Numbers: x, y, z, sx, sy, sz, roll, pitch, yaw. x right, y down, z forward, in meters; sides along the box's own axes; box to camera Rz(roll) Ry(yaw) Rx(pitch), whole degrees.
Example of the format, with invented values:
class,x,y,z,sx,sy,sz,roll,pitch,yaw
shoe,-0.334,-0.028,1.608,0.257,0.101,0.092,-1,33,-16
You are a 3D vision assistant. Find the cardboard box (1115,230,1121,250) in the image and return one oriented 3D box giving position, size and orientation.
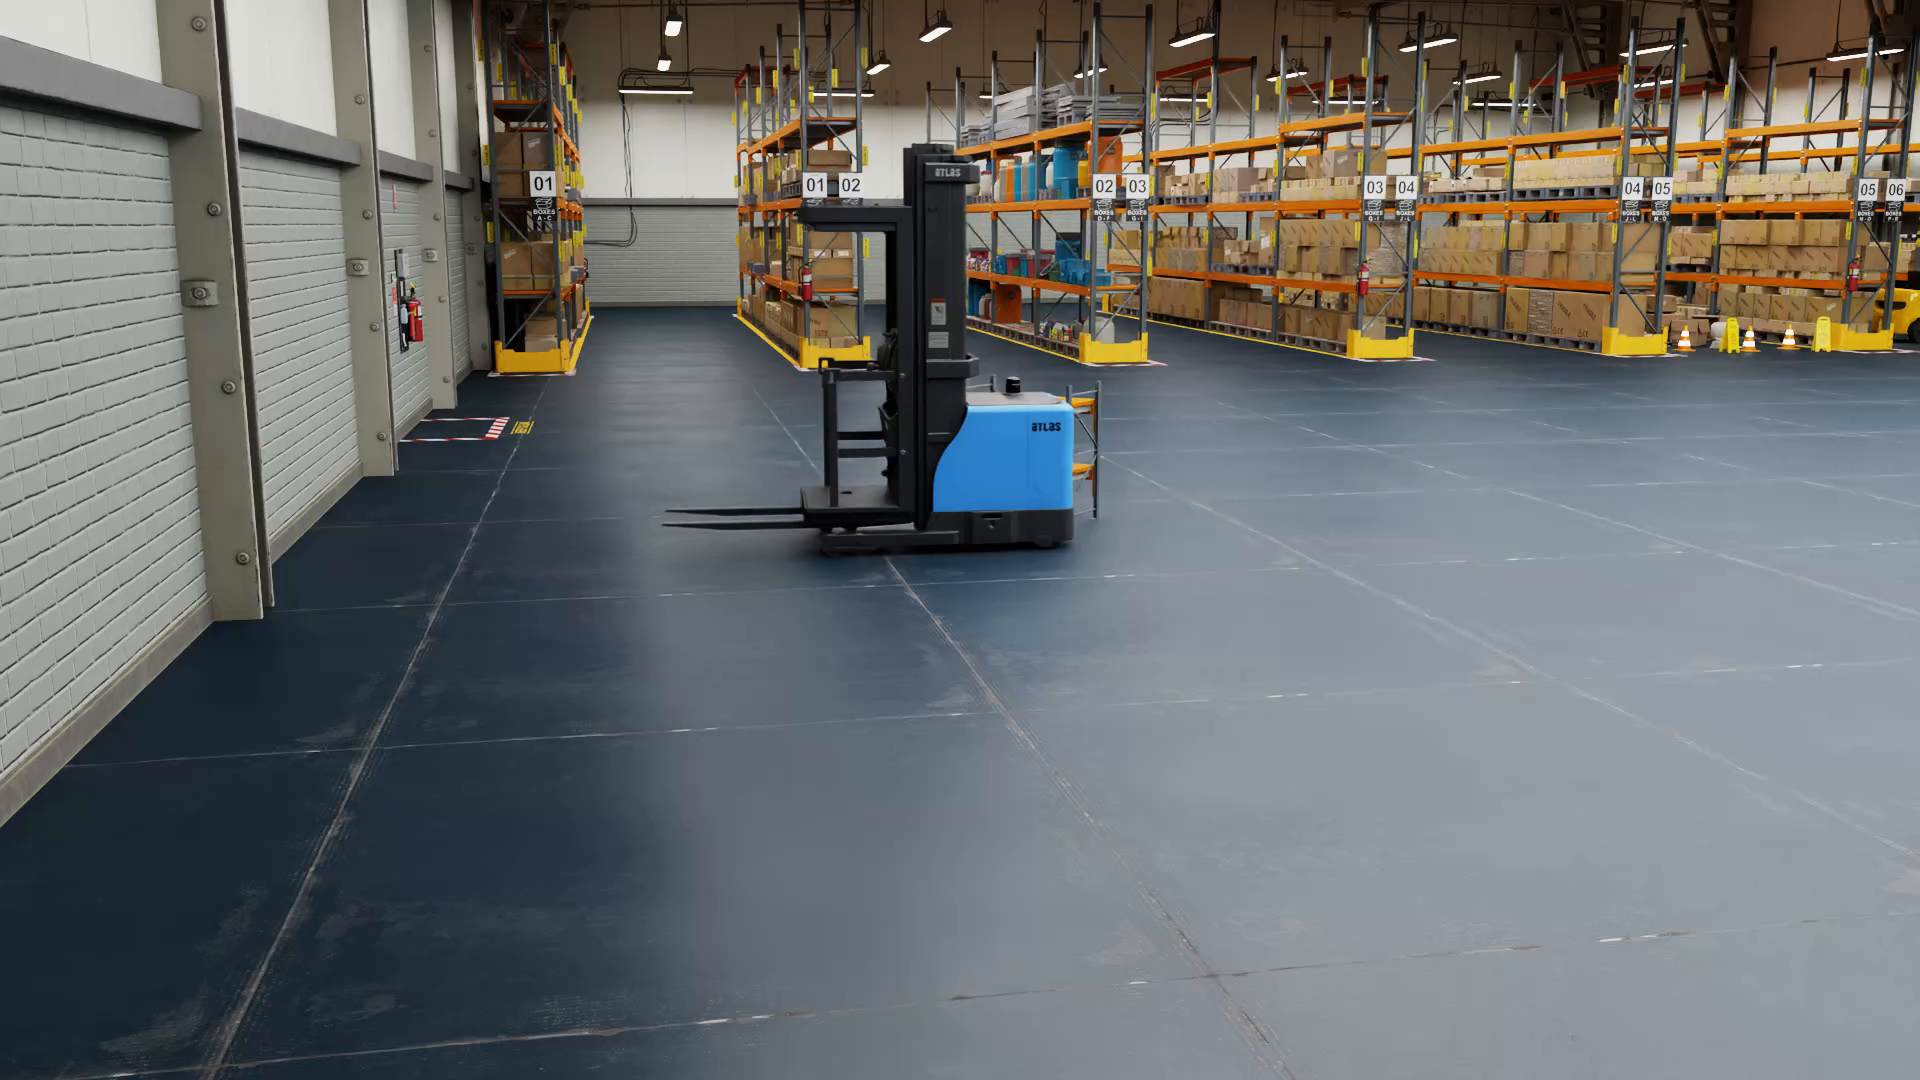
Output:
class,x,y,z,sx,sy,sz,roll,pitch,yaw
cardboard box,4.414,-7.953,44.056,0.500,0.500,0.500,-2,11,-12

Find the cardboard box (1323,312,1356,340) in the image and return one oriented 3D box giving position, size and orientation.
class,x,y,z,sx,sy,sz,roll,pitch,yaw
cardboard box,7.242,-4.084,31.694,0.500,0.500,0.500,-1,11,-6

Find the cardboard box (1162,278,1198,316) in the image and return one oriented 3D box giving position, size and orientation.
class,x,y,z,sx,sy,sz,roll,pitch,yaw
cardboard box,5.585,-5.850,39.967,1.225,0.875,0.875,-3,11,-13

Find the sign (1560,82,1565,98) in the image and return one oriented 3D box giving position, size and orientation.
class,x,y,z,sx,sy,sz,roll,pitch,yaw
sign,12.257,-9.162,33.842,0.100,0.325,0.005,-2,11,-11

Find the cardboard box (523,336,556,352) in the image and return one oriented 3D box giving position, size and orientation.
class,x,y,z,sx,sy,sz,roll,pitch,yaw
cardboard box,-7.022,-3.252,27.773,0.500,0.311,0.500,-3,11,-17

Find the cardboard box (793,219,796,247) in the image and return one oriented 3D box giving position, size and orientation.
class,x,y,z,sx,sy,sz,roll,pitch,yaw
cardboard box,-2.703,-5.653,30.640,0.700,0.500,0.500,-2,11,-11

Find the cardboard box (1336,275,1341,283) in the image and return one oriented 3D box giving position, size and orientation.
class,x,y,z,sx,sy,sz,roll,pitch,yaw
cardboard box,7.162,-4.824,30.693,0.380,0.149,0.250,-2,11,-11

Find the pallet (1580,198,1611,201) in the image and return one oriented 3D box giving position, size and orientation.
class,x,y,z,sx,sy,sz,roll,pitch,yaw
pallet,15.588,-8.091,39.668,1.213,0.211,1.003,-2,11,-8

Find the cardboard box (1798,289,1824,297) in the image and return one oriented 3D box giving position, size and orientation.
class,x,y,z,sx,sy,sz,roll,pitch,yaw
cardboard box,16.772,-4.872,32.762,0.380,0.149,0.250,-2,11,-9

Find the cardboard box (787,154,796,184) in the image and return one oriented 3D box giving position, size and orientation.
class,x,y,z,sx,sy,sz,roll,pitch,yaw
cardboard box,-2.699,-6.634,29.730,0.797,0.503,0.637,-1,11,-5

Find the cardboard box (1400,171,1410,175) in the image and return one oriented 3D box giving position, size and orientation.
class,x,y,z,sx,sy,sz,roll,pitch,yaw
cardboard box,10.481,-8.453,38.748,0.396,0.266,0.258,-2,11,-11

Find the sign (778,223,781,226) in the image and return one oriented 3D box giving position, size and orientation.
class,x,y,z,sx,sy,sz,roll,pitch,yaw
sign,-4.681,-8.082,43.196,0.100,0.325,0.005,-2,11,-11

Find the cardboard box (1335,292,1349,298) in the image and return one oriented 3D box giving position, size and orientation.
class,x,y,z,sx,sy,sz,roll,pitch,yaw
cardboard box,9.827,-6.283,42.597,0.380,0.149,0.250,-2,11,-9

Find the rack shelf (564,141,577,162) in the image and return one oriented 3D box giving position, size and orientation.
class,x,y,z,sx,sy,sz,roll,pitch,yaw
rack shelf,-8.921,-8.458,36.059,1.077,0.370,4.000,-2,11,-11

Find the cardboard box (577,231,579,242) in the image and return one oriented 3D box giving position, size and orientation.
class,x,y,z,sx,sy,sz,roll,pitch,yaw
cardboard box,-8.968,-6.924,37.932,0.500,0.250,0.500,-2,11,-10

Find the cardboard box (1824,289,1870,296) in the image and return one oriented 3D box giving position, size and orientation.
class,x,y,z,sx,sy,sz,roll,pitch,yaw
cardboard box,20.876,-5.581,39.223,0.875,0.625,0.625,-2,11,-9

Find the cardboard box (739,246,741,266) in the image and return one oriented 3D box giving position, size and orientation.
class,x,y,z,sx,sy,sz,roll,pitch,yaw
cardboard box,-5.402,-7.300,42.760,0.500,0.500,0.500,-2,11,-10

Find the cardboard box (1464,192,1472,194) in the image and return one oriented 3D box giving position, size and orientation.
class,x,y,z,sx,sy,sz,roll,pitch,yaw
cardboard box,14.385,-9.638,46.298,0.500,0.250,0.500,-3,11,-16

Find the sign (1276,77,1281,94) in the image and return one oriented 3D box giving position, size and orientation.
class,x,y,z,sx,sy,sz,roll,pitch,yaw
sign,6.279,-8.963,32.798,0.100,0.325,0.005,-2,11,-11

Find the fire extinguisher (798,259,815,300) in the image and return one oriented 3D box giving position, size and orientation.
class,x,y,z,sx,sy,sz,roll,pitch,yaw
fire extinguisher,-2.550,-4.331,27.634,0.296,0.674,0.183,-2,11,-11

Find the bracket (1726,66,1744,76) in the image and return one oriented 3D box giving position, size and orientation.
class,x,y,z,sx,sy,sz,roll,pitch,yaw
bracket,20.337,-12.296,43.605,0.235,0.232,0.430,-2,11,-11

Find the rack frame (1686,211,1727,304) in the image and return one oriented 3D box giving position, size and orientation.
class,x,y,z,sx,sy,sz,roll,pitch,yaw
rack frame,19.855,-7.509,44.127,1.000,3.000,0.127,-2,11,-11

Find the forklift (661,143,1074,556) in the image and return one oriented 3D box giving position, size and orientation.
class,x,y,z,sx,sy,sz,roll,pitch,yaw
forklift,-0.707,-1.426,12.351,3.031,2.935,1.130,-1,11,-7

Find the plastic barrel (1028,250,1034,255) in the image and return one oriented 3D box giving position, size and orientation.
class,x,y,z,sx,sy,sz,roll,pitch,yaw
plastic barrel,1.596,-5.928,35.520,0.421,0.512,0.421,0,11,0

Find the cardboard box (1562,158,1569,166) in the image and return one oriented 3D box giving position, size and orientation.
class,x,y,z,sx,sy,sz,roll,pitch,yaw
cardboard box,11.790,-7.255,31.918,0.380,0.149,0.250,-2,11,-11

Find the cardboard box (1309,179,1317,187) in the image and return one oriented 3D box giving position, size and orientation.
class,x,y,z,sx,sy,sz,roll,pitch,yaw
cardboard box,6.874,-6.787,31.647,0.380,0.149,0.250,-2,11,-12

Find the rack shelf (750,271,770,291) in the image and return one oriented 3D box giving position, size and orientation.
class,x,y,z,sx,sy,sz,roll,pitch,yaw
rack shelf,-4.062,-5.888,37.532,1.077,0.370,4.000,-2,11,-11

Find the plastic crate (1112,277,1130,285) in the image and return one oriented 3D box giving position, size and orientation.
class,x,y,z,sx,sy,sz,roll,pitch,yaw
plastic crate,2.884,-4.633,29.720,0.298,0.136,0.250,-2,11,-11

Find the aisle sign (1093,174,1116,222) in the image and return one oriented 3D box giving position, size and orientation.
class,x,y,z,sx,sy,sz,roll,pitch,yaw
aisle sign,2.465,-5.840,28.403,0.394,0.787,0.004,-2,11,-11

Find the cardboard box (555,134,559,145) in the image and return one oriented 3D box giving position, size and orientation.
class,x,y,z,sx,sy,sz,roll,pitch,yaw
cardboard box,-6.860,-6.423,27.405,0.500,0.500,0.500,-2,11,-12

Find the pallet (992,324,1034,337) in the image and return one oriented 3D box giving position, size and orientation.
class,x,y,z,sx,sy,sz,roll,pitch,yaw
pallet,1.299,-4.541,35.988,1.003,0.211,1.213,-2,11,-11

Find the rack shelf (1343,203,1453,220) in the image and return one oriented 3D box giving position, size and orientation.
class,x,y,z,sx,sy,sz,roll,pitch,yaw
rack shelf,10.540,-7.883,39.991,1.077,0.370,4.000,-2,11,-11

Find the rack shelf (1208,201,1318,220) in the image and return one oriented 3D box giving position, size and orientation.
class,x,y,z,sx,sy,sz,roll,pitch,yaw
rack shelf,6.433,-6.987,35.287,1.077,0.370,4.000,-2,11,-11

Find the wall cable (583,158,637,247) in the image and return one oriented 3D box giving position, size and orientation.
class,x,y,z,sx,sy,sz,roll,pitch,yaw
wall cable,-10.837,-9.633,47.545,3.097,2.526,0.112,-2,11,-11

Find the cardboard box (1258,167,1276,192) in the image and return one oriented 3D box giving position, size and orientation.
class,x,y,z,sx,sy,sz,roll,pitch,yaw
cardboard box,6.644,-7.494,34.623,0.797,0.503,0.637,-2,11,-9

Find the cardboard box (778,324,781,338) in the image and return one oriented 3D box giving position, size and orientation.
class,x,y,z,sx,sy,sz,roll,pitch,yaw
cardboard box,-3.260,-4.062,32.246,0.500,0.250,0.500,-2,11,-12

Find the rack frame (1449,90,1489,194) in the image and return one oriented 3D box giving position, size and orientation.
class,x,y,z,sx,sy,sz,roll,pitch,yaw
rack frame,14.209,-11.009,46.468,1.000,3.000,0.127,-2,11,-11

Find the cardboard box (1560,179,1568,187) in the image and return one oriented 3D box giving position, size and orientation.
class,x,y,z,sx,sy,sz,roll,pitch,yaw
cardboard box,11.792,-6.863,31.988,0.380,0.149,0.250,-2,11,-10

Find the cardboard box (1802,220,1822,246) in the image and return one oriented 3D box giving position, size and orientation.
class,x,y,z,sx,sy,sz,roll,pitch,yaw
cardboard box,16.917,-5.992,32.421,0.700,0.500,0.500,-2,11,-10

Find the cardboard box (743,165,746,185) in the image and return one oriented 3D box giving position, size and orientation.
class,x,y,z,sx,sy,sz,roll,pitch,yaw
cardboard box,-5.099,-9.167,41.874,0.700,0.500,0.500,-2,11,-11

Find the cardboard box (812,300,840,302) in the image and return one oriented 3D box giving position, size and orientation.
class,x,y,z,sx,sy,sz,roll,pitch,yaw
cardboard box,-2.505,-4.196,30.942,0.500,0.500,0.500,-2,11,-11

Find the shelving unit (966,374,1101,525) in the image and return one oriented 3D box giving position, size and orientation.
class,x,y,z,sx,sy,sz,roll,pitch,yaw
shelving unit,0.567,-0.749,13.622,1.048,1.125,0.538,7,13,34

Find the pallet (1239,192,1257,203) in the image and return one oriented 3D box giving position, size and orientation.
class,x,y,z,sx,sy,sz,roll,pitch,yaw
pallet,6.602,-7.189,34.924,1.213,0.211,1.003,-2,11,-11

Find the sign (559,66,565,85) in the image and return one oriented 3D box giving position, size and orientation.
class,x,y,z,sx,sy,sz,roll,pitch,yaw
sign,-7.218,-8.421,30.164,0.100,0.325,0.005,-2,11,-11

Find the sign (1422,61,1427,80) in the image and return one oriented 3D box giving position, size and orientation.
class,x,y,z,sx,sy,sz,roll,pitch,yaw
sign,8.133,-8.231,29.166,0.100,0.325,0.005,-2,11,-11

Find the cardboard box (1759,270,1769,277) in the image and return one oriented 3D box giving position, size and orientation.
class,x,y,z,sx,sy,sz,roll,pitch,yaw
cardboard box,16.529,-5.433,33.890,0.380,0.149,0.250,-2,11,-11

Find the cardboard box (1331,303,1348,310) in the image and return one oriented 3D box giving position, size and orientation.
class,x,y,z,sx,sy,sz,roll,pitch,yaw
cardboard box,9.741,-5.995,42.672,0.380,0.149,0.250,-2,11,-10

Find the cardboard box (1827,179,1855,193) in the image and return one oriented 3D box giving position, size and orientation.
class,x,y,z,sx,sy,sz,roll,pitch,yaw
cardboard box,16.957,-6.757,31.759,0.500,0.250,0.500,-2,11,-12

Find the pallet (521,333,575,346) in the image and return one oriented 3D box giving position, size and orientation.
class,x,y,z,sx,sy,sz,roll,pitch,yaw
pallet,-8.147,-3.957,32.922,1.003,0.211,1.213,-2,11,-11

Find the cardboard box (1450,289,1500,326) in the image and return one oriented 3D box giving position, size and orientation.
class,x,y,z,sx,sy,sz,roll,pitch,yaw
cardboard box,11.315,-5.051,36.105,1.050,0.750,0.750,-2,11,-11

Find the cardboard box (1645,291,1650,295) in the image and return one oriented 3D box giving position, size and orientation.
class,x,y,z,sx,sy,sz,roll,pitch,yaw
cardboard box,19.236,-6.847,46.209,0.500,0.500,0.500,-2,11,-10

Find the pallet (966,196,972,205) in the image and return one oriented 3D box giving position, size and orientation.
class,x,y,z,sx,sy,sz,roll,pitch,yaw
pallet,0.656,-8.028,39.336,1.213,0.211,1.003,-2,11,-11

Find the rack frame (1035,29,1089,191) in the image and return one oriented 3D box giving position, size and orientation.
class,x,y,z,sx,sy,sz,roll,pitch,yaw
rack frame,1.964,-8.267,32.065,1.000,3.000,0.127,-2,11,-11

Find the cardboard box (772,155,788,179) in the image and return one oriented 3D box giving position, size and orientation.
class,x,y,z,sx,sy,sz,roll,pitch,yaw
cardboard box,-3.752,-7.969,35.576,0.500,0.500,0.500,-2,11,-11
